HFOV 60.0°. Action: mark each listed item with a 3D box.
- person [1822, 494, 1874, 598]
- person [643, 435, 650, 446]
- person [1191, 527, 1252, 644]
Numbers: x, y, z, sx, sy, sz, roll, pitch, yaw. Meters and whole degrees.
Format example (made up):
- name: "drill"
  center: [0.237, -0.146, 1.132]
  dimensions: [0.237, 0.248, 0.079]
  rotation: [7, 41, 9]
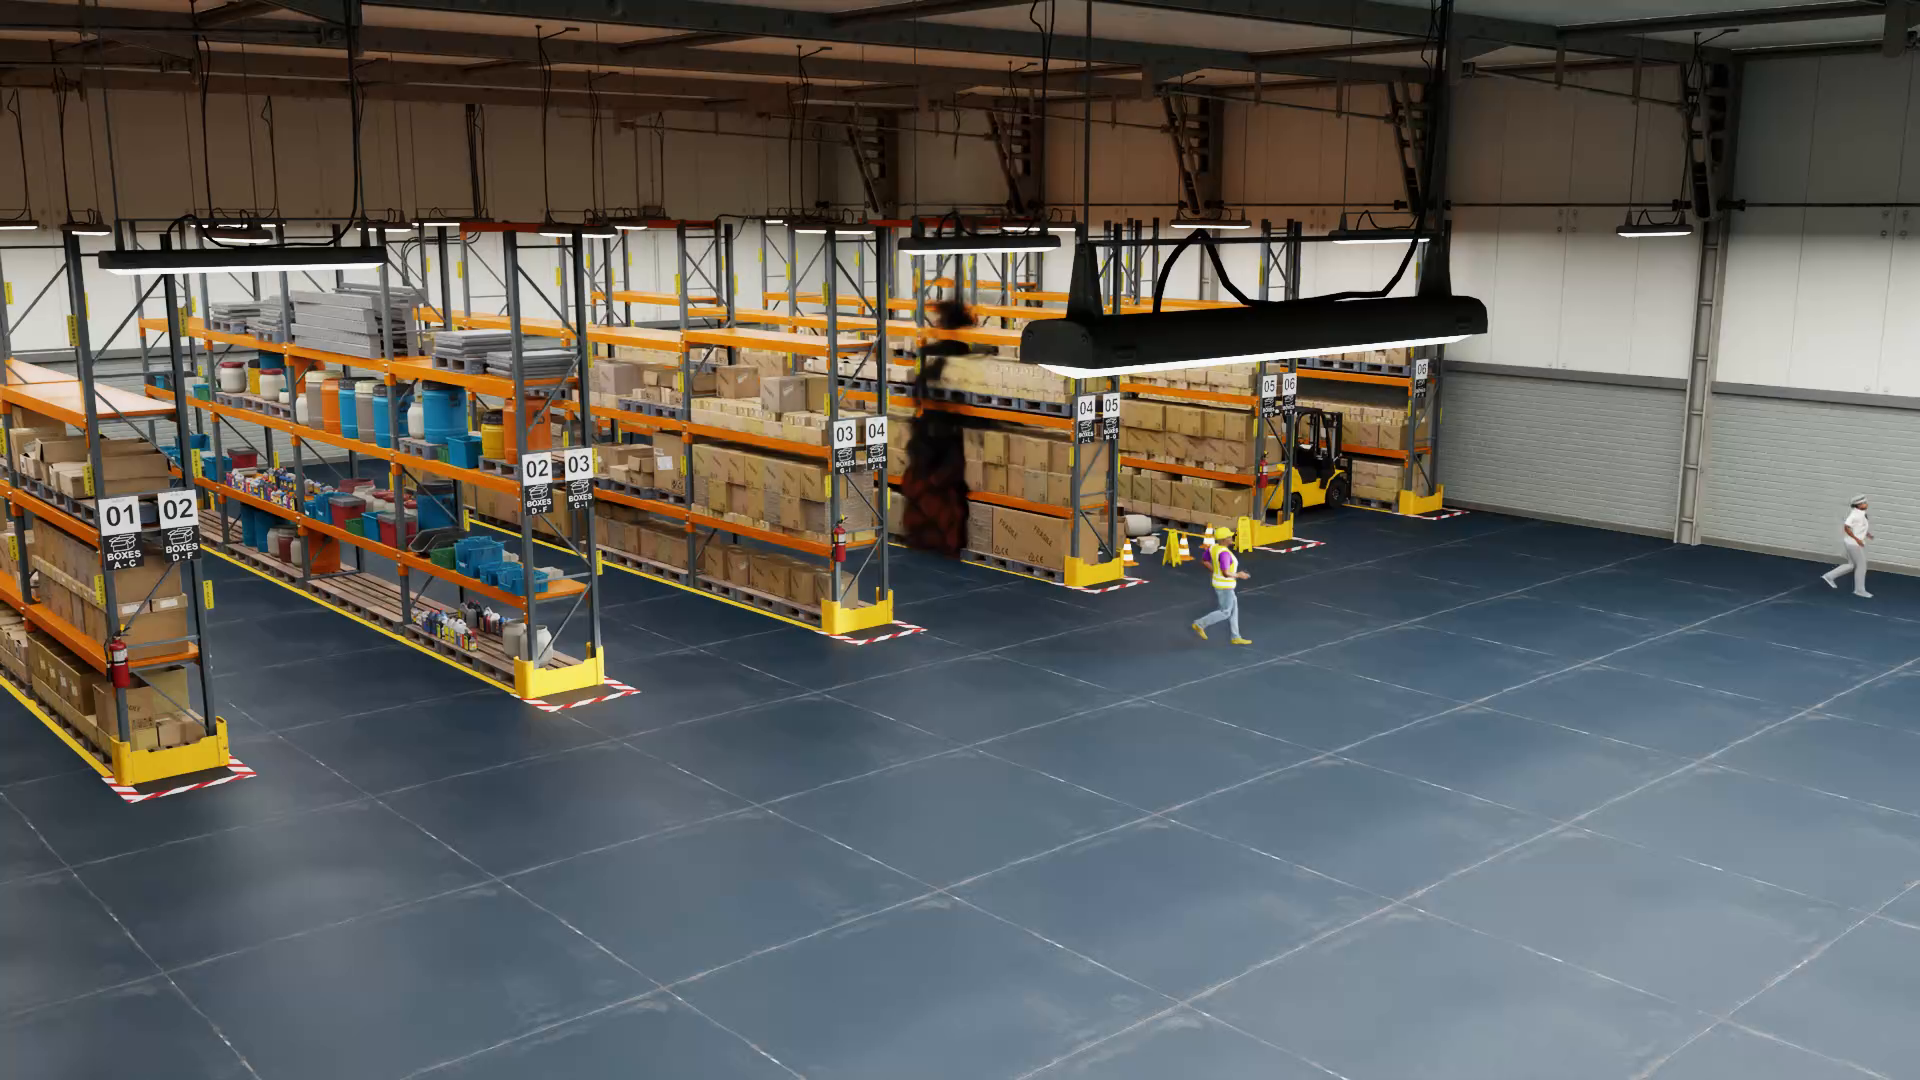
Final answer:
- name: "person"
  center: [14.625, 0.075, 27.261]
  dimensions: [0.774, 1.704, 0.583]
  rotation: [6, 13, 26]
- name: "person"
  center: [-7.764, -2.935, 42.231]
  dimensions: [0.857, 1.689, 0.561]
  rotation: [-8, 14, -34]
- name: "person"
  center: [3.799, 0.675, 24.060]
  dimensions: [0.923, 1.752, 0.699]
  rotation: [-1, 11, -6]
